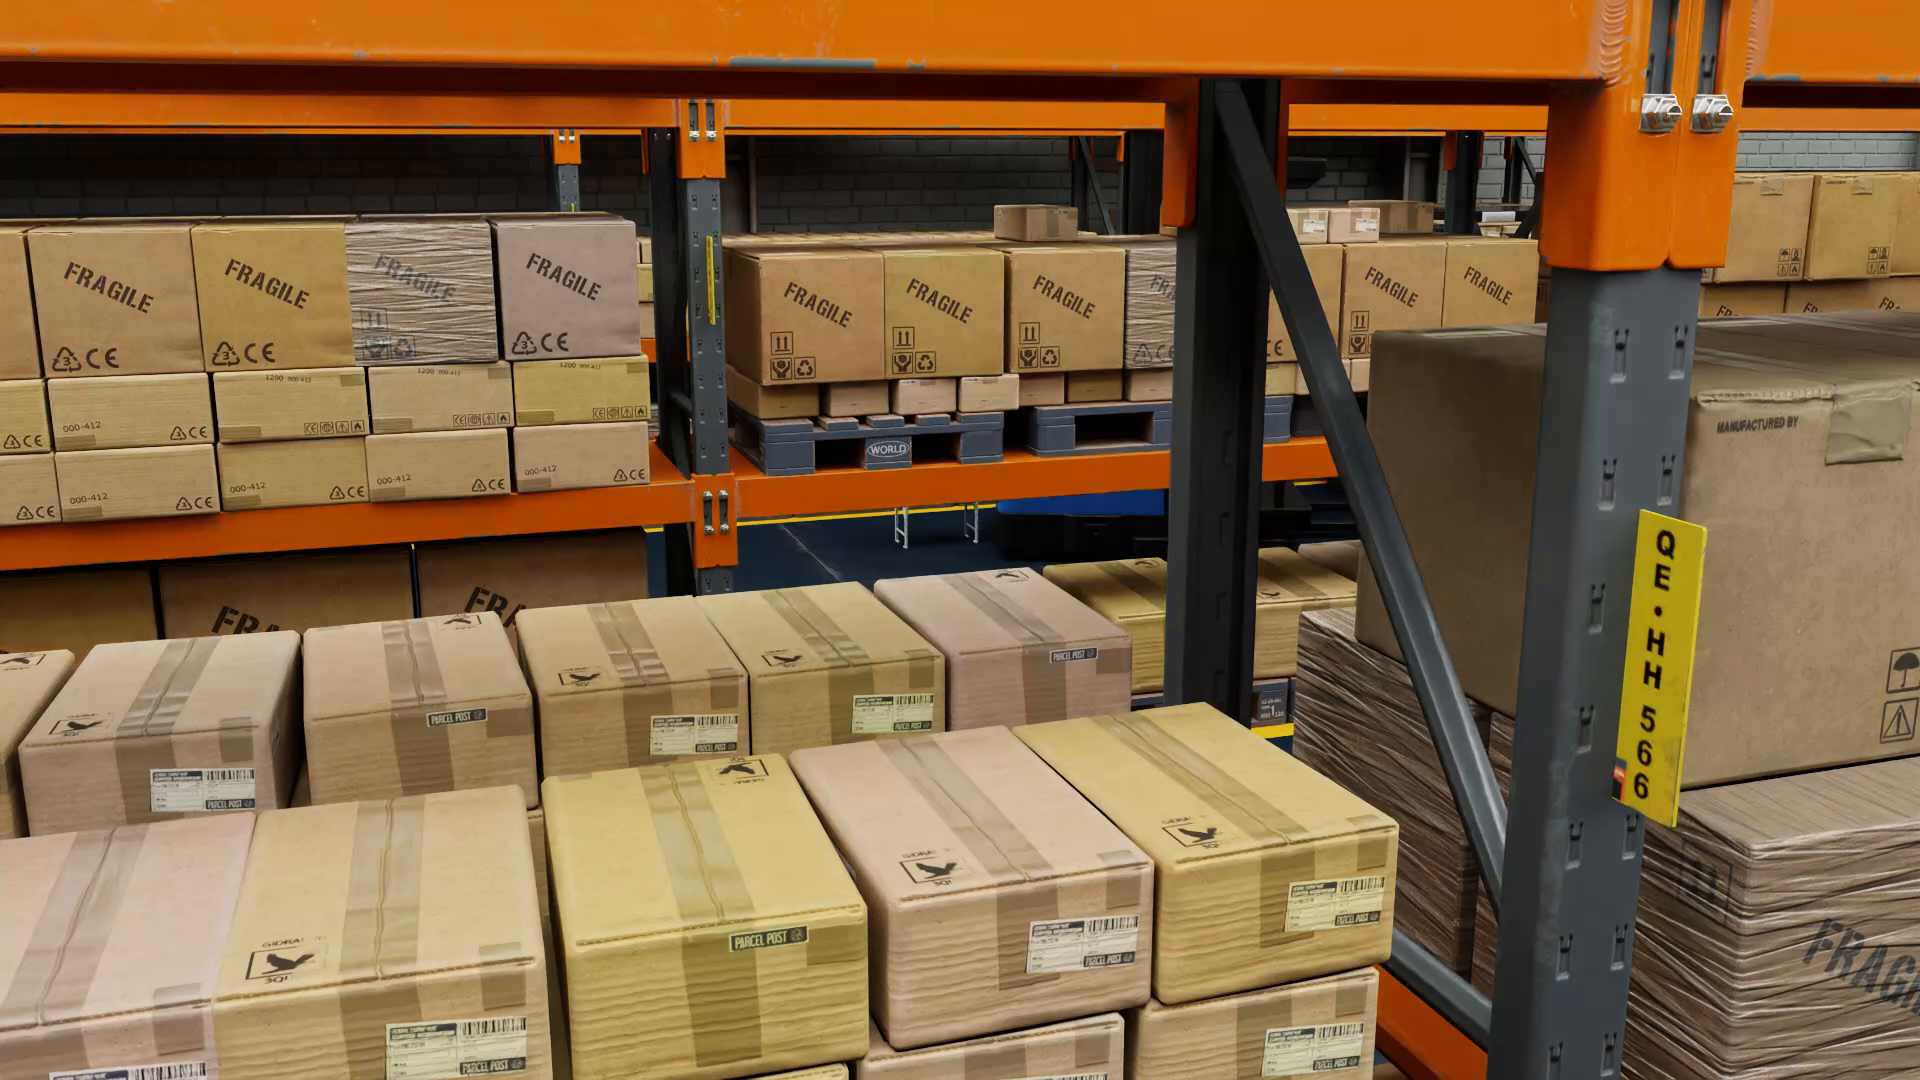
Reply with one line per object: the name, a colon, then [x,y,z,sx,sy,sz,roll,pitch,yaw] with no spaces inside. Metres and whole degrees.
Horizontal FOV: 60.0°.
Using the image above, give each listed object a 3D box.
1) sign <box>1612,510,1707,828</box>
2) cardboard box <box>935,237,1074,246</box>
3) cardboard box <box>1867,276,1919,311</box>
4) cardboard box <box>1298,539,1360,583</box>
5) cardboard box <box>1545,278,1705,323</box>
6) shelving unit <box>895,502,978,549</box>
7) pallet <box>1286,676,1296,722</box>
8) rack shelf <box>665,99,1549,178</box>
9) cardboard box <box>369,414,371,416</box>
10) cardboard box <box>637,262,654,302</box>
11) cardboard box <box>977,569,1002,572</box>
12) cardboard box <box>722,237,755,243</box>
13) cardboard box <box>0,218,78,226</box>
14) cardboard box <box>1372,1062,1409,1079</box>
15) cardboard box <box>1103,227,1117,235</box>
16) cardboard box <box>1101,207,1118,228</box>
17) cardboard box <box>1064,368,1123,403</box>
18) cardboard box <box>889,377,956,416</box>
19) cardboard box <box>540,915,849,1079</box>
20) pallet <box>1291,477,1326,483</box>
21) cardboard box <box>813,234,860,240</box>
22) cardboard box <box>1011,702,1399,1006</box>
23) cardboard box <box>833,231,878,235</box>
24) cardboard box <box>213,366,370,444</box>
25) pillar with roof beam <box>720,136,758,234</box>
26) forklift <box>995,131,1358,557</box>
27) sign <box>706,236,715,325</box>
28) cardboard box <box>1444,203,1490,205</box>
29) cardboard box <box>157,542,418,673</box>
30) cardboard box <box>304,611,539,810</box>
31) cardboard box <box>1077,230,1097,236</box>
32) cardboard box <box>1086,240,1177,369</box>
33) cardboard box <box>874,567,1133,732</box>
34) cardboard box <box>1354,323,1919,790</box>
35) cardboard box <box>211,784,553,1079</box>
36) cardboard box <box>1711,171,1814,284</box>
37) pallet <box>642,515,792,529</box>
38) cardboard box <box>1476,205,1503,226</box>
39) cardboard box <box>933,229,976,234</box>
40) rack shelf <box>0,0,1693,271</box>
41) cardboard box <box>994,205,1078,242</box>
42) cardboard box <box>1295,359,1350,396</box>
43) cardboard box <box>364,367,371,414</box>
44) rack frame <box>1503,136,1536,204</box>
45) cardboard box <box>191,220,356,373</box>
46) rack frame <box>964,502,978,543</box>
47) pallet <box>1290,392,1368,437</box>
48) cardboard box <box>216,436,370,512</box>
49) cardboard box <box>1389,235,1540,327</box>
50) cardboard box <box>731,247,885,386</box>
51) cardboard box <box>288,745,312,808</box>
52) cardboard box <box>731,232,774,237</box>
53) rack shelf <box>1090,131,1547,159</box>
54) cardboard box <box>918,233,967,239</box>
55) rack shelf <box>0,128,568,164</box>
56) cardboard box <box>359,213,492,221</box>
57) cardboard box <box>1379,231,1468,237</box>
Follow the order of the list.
sign: [0.736,0.136,1.760,0.005,0.325,0.100,-4,14,-18]
cardboard box: [0.186,-1.106,7.546,0.500,0.500,0.500,-5,14,-22]
cardboard box: [4.597,-1.114,8.486,0.500,0.500,0.500,-4,14,-17]
cardboard box: [2.174,0.282,8.247,0.625,0.372,0.950,-4,14,-17]
cardboard box: [3.176,-0.996,7.990,0.500,0.500,0.500,-4,14,-18]
shelving unit: [-0.157,-0.571,10.953,0.503,1.200,0.258,-4,14,-18]
pallet: [1.933,0.583,8.236,1.213,0.211,1.003,-4,14,-18]
rack shelf: [0.775,-1.793,7.272,4.000,0.370,1.077,-4,14,-18]
cardboard box: [-3.872,-0.790,11.075,0.250,0.149,0.380,-4,14,-16]
cardboard box: [-2.201,-1.769,11.340,0.500,0.250,0.500,-4,14,-18]
cardboard box: [0.115,0.442,7.573,0.625,0.372,0.950,-5,14,-19]
cardboard box: [-1.580,-2.014,11.511,0.250,0.149,0.380,-4,14,-17]
cardboard box: [-3.594,-0.937,6.223,0.500,0.500,0.500,-4,14,-16]
cardboard box: [1.160,1.407,2.700,0.750,0.750,1.050,-5,14,-19]
cardboard box: [1.307,-2.364,12.982,0.250,0.149,0.380,-5,14,-18]
cardboard box: [1.290,-2.519,12.988,0.250,0.149,0.380,-4,14,-18]
cardboard box: [0.526,-0.705,7.261,0.250,0.149,0.380,-4,14,-16]
cardboard box: [-0.201,-0.625,6.924,0.250,0.149,0.380,-5,14,-22]
cardboard box: [-0.270,0.492,1.587,0.250,0.149,0.380,-4,14,-17]
pallet: [3.009,-0.704,13.645,1.213,0.211,1.003,-4,14,-18]
cardboard box: [-0.876,-2.086,11.811,0.250,0.149,0.380,-4,14,-18]
cardboard box: [0.236,0.307,1.719,0.250,0.149,0.380,-5,14,-20]
cardboard box: [-0.778,-2.203,12.304,0.250,0.149,0.380,-4,14,-18]
cardboard box: [-2.462,-0.534,6.150,0.500,0.250,0.500,-5,14,-20]
pillar with roof beam: [-0.386,-3.893,8.063,0.400,9.000,9.100,-4,14,-18]
forklift: [1.755,-1.395,10.673,3.031,2.935,1.130,1,13,2]
sign: [-0.940,-0.978,6.270,0.005,0.325,0.100,-4,14,-18]
cardboard box: [4.217,-2.740,13.920,0.250,0.149,0.380,-4,14,-16]
cardboard box: [-2.648,0.391,6.702,0.875,0.875,0.875,-4,14,-17]
cardboard box: [-0.685,0.219,2.090,0.250,0.149,0.380,-5,14,-20]
cardboard box: [0.831,-2.210,12.334,0.250,0.149,0.380,-4,14,-16]
cardboard box: [0.849,-1.032,7.234,0.500,0.500,0.500,-5,14,-20]
cardboard box: [0.050,0.162,2.328,0.250,0.149,0.380,-4,14,-18]
cardboard box: [0.983,-0.024,2.385,0.500,0.500,0.700,-5,14,-18]
cardboard box: [-0.503,0.365,1.476,0.250,0.149,0.380,-4,14,-16]
cardboard box: [3.648,-1.529,8.069,0.500,0.500,0.700,-4,14,-18]
pallet: [-1.915,-0.320,12.033,1.213,0.211,1.003,-4,14,-18]
cardboard box: [4.139,-2.601,13.335,0.250,0.149,0.380,-4,14,-17]
cardboard box: [-0.061,-2.255,12.524,0.250,0.149,0.380,-5,14,-19]
rack shelf: [-1.342,-0.420,1.498,4.000,0.370,1.077,-4,14,-18]
cardboard box: [0.340,-1.432,7.513,0.250,0.149,0.380,-5,14,-21]
cardboard box: [1.542,-0.753,7.461,0.250,0.149,0.380,-4,14,-18]
cardboard box: [-2.170,-0.685,6.786,0.500,0.250,0.500,-4,14,-17]
rack frame: [4.875,-2.215,13.973,0.127,3.000,1.000,-4,14,-18]
cardboard box: [-2.484,-0.901,6.071,0.500,0.500,0.500,-4,14,-18]
rack frame: [0.074,-0.590,11.028,0.015,1.200,0.240,-4,14,-18]
pallet: [1.900,-0.714,8.075,1.213,0.211,1.003,-4,14,-18]
cardboard box: [-2.479,-0.294,6.222,0.500,0.250,0.500,-5,14,-19]
cardboard box: [2.306,-1.145,7.707,0.500,0.500,0.500,-5,14,-19]
cardboard box: [-0.620,-0.916,6.747,0.500,0.500,0.500,-5,14,-20]
cardboard box: [-0.715,0.366,2.113,0.250,0.149,0.380,-4,14,-18]
cardboard box: [-1.503,-2.142,12.050,0.250,0.149,0.380,-5,14,-18]
rack shelf: [2.979,-3.177,13.088,4.000,0.370,1.077,-4,14,-18]
cardboard box: [-0.132,-2.126,11.983,0.250,0.149,0.380,-5,14,-19]
rack shelf: [-4.603,-2.586,10.606,4.000,0.370,1.077,-4,14,-18]
cardboard box: [-2.133,-1.050,6.697,0.500,0.500,0.500,-4,14,-18]
cardboard box: [2.135,-1.257,8.180,0.500,0.500,0.500,-4,14,-17]
